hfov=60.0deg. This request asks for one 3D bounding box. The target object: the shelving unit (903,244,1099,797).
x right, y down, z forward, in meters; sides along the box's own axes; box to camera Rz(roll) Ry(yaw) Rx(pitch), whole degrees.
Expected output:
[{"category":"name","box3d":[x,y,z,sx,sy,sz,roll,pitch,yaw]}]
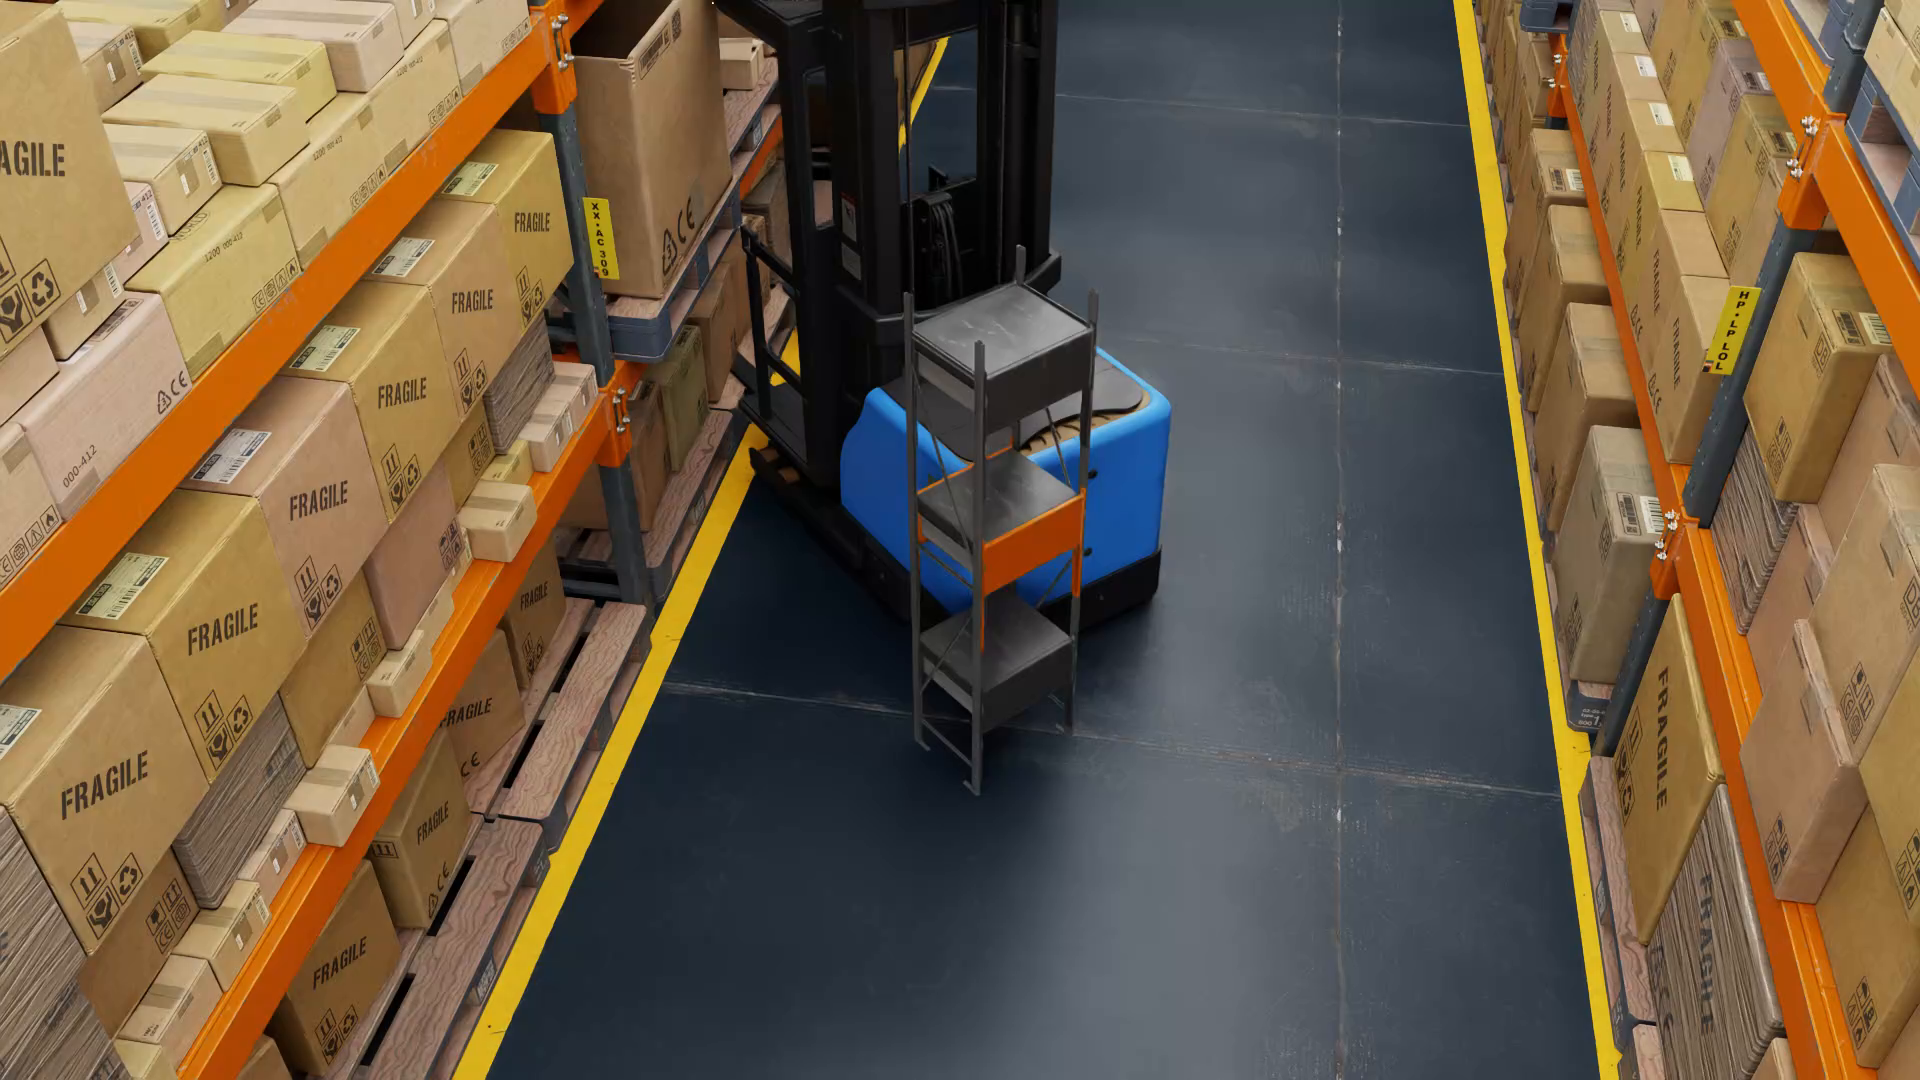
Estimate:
[{"category":"shelving unit","box3d":[0.135,0.000,6.102,0.503,2.100,0.431,-28,47,-29]}]

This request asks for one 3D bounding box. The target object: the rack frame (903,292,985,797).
[{"category":"rack frame","box3d":[-0.053,0.099,5.983,0.015,2.100,0.400,-28,47,-29]}]

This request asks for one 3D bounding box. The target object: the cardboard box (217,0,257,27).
[{"category":"cardboard box","box3d":[-2.248,-1.553,4.725,0.380,0.149,0.250,7,40,8]}]

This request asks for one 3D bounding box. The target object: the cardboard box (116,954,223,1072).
[{"category":"cardboard box","box3d":[-2.106,1.171,4.177,0.380,0.149,0.250,6,40,8]}]

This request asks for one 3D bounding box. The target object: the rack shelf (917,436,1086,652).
[{"category":"rack shelf","box3d":[0.135,0.011,6.111,0.480,0.518,0.431,-28,47,-29]}]

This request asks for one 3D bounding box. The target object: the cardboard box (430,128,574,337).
[{"category":"cardboard box","box3d":[-1.648,-1.040,5.557,0.500,0.500,0.500,6,40,8]}]

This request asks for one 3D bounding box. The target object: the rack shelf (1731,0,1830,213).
[{"category":"rack shelf","box3d":[3.372,-2.338,6.434,1.077,0.370,4.000,6,40,8]}]

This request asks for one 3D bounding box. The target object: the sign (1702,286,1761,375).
[{"category":"sign","box3d":[2.490,-0.673,5.364,0.100,0.325,0.005,6,40,8]}]

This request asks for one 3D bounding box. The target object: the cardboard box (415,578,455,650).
[{"category":"cardboard box","box3d":[-1.854,0.229,5.316,0.380,0.149,0.250,6,40,8]}]

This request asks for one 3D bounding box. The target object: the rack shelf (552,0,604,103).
[{"category":"rack shelf","box3d":[-1.495,-2.948,7.172,1.077,0.370,4.000,6,40,8]}]

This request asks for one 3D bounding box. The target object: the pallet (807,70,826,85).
[{"category":"pallet","box3d":[-1.167,-2.792,8.923,1.213,0.211,1.003,6,40,8]}]

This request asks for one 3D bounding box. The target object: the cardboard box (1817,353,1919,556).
[{"category":"cardboard box","box3d":[2.948,-0.092,4.542,0.875,0.550,0.550,6,40,8]}]

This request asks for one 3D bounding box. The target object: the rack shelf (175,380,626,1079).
[{"category":"rack shelf","box3d":[-2.187,0.718,5.092,1.077,0.370,4.000,6,40,8]}]

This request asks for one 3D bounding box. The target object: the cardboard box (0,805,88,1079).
[{"category":"cardboard box","box3d":[-2.170,0.842,3.280,0.500,0.500,0.500,6,40,8]}]

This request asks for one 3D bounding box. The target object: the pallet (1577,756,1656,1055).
[{"category":"pallet","box3d":[2.818,1.339,5.964,1.003,0.211,1.213,6,40,8]}]

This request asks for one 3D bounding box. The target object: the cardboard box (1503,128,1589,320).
[{"category":"cardboard box","box3d":[3.525,-1.637,8.812,1.050,0.750,0.750,6,40,7]}]

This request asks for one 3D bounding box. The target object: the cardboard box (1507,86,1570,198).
[{"category":"cardboard box","box3d":[3.575,-2.355,9.876,0.500,0.500,0.500,6,40,7]}]

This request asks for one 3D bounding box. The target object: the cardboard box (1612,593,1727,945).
[{"category":"cardboard box","box3d":[2.849,0.840,5.718,0.875,0.875,0.875,7,40,8]}]

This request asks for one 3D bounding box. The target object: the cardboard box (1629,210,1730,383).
[{"category":"cardboard box","box3d":[2.941,-0.917,6.426,0.500,0.500,0.500,6,40,7]}]

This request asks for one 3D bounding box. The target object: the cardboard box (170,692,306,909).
[{"category":"cardboard box","box3d":[-2.314,0.565,4.401,0.875,0.500,0.500,6,40,8]}]

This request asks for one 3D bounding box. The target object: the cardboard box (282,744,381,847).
[{"category":"cardboard box","box3d":[-1.894,0.710,4.735,0.380,0.149,0.250,6,40,8]}]

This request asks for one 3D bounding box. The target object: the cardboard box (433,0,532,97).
[{"category":"cardboard box","box3d":[-1.663,-1.598,5.092,0.500,0.250,0.500,8,40,9]}]

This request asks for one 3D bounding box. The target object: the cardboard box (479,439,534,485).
[{"category":"cardboard box","box3d":[-1.744,-0.244,5.888,0.380,0.149,0.250,6,40,8]}]

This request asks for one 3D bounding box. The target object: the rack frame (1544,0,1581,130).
[{"category":"rack frame","box3d":[3.719,-2.714,8.679,1.000,3.000,0.127,6,40,8]}]

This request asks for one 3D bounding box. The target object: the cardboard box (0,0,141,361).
[{"category":"cardboard box","box3d":[-2.011,-0.708,3.194,0.500,0.500,0.500,6,40,7]}]

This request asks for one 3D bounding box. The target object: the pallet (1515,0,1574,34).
[{"category":"pallet","box3d":[3.737,-3.099,9.295,1.213,0.211,1.003,6,40,8]}]

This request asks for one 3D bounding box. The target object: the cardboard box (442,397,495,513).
[{"category":"cardboard box","box3d":[-2.101,-0.382,5.546,0.875,0.500,0.500,6,40,8]}]

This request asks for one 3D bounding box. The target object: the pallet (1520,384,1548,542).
[{"category":"pallet","box3d":[3.294,-0.390,8.056,1.003,0.211,1.213,6,40,8]}]

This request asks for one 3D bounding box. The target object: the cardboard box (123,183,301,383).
[{"category":"cardboard box","box3d":[-1.938,-0.638,3.931,0.500,0.250,0.500,8,40,9]}]

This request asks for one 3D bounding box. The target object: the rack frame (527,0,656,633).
[{"category":"rack frame","box3d":[-1.841,-0.814,6.381,1.000,3.000,0.127,6,40,8]}]

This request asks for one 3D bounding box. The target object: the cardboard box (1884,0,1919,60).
[{"category":"cardboard box","box3d":[2.666,-1.341,4.140,0.500,0.250,0.500,7,40,8]}]

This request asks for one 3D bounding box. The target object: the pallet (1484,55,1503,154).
[{"category":"pallet","box3d":[4.069,-2.893,11.084,1.003,0.211,1.213,6,40,8]}]

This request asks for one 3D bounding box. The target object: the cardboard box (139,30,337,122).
[{"category":"cardboard box","box3d":[-1.847,-1.176,4.269,0.380,0.149,0.250,8,40,9]}]

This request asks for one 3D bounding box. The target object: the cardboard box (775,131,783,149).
[{"category":"cardboard box","box3d":[-1.235,-2.396,9.322,0.500,0.250,0.500,8,40,9]}]

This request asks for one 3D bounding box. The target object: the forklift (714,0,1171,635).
[{"category":"forklift","box3d":[-0.361,-1.470,7.228,1.130,2.935,3.031,-23,45,-26]}]

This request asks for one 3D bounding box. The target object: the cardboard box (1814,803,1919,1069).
[{"category":"cardboard box","box3d":[2.699,0.988,4.083,0.875,0.550,0.500,6,40,8]}]

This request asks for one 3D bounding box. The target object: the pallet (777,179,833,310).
[{"category":"pallet","box3d":[-1.286,-1.760,9.713,1.003,0.211,1.213,6,40,8]}]

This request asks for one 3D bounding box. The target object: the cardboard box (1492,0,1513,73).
[{"category":"cardboard box","box3d":[3.854,-3.326,11.051,0.500,0.500,0.500,7,40,8]}]

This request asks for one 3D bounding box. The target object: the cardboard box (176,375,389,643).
[{"category":"cardboard box","box3d":[-1.911,-0.099,4.419,0.500,0.500,0.500,6,40,8]}]

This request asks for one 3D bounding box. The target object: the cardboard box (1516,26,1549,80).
[{"category":"cardboard box","box3d":[3.655,-2.978,10.042,0.500,0.250,0.500,7,40,8]}]

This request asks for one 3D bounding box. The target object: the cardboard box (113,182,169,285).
[{"category":"cardboard box","box3d":[-2.002,-0.677,3.666,0.380,0.149,0.250,6,40,7]}]

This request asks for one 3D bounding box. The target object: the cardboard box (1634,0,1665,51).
[{"category":"cardboard box","box3d":[3.545,-2.540,7.605,0.700,0.500,0.500,6,40,7]}]

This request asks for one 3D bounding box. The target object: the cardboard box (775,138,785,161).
[{"category":"cardboard box","box3d":[-1.245,-2.108,9.562,0.700,0.500,0.500,4,40,5]}]

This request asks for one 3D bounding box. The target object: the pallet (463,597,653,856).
[{"category":"pallet","box3d":[-1.923,0.686,6.755,1.003,0.211,1.213,6,40,8]}]

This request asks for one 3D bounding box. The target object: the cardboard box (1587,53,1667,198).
[{"category":"cardboard box","box3d":[3.202,-1.865,7.573,0.500,0.500,0.500,6,40,8]}]

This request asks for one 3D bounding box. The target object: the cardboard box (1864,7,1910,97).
[{"category":"cardboard box","box3d":[2.629,-1.273,4.370,0.380,0.149,0.250,6,40,7]}]

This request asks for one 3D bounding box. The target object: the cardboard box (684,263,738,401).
[{"category":"cardboard box","box3d":[-1.516,-1.052,8.285,0.700,0.500,0.500,3,40,4]}]

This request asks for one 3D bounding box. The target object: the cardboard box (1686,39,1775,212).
[{"category":"cardboard box","box3d":[3.281,-1.580,6.444,0.700,0.500,0.500,7,40,8]}]

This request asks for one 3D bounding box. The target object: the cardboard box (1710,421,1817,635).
[{"category":"cardboard box","box3d":[2.974,-0.029,5.313,0.875,0.550,0.550,6,40,8]}]

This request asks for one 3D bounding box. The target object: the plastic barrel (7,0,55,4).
[{"category":"plastic barrel","box3d":[-5.959,-3.505,11.009,0.600,0.830,0.708,6,40,8]}]

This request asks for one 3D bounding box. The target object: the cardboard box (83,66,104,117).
[{"category":"cardboard box","box3d":[-2.390,-1.074,4.145,0.380,0.149,0.250,6,40,7]}]

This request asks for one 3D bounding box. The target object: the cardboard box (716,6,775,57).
[{"category":"cardboard box","box3d":[-1.201,-2.820,8.399,0.700,0.500,0.500,12,41,14]}]

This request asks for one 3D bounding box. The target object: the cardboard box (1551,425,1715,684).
[{"category":"cardboard box","box3d":[3.045,0.102,6.709,1.050,0.750,0.750,6,40,7]}]

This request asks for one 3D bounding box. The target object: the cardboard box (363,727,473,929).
[{"category":"cardboard box","box3d":[-2.072,0.992,5.828,0.500,0.500,0.500,3,40,4]}]
